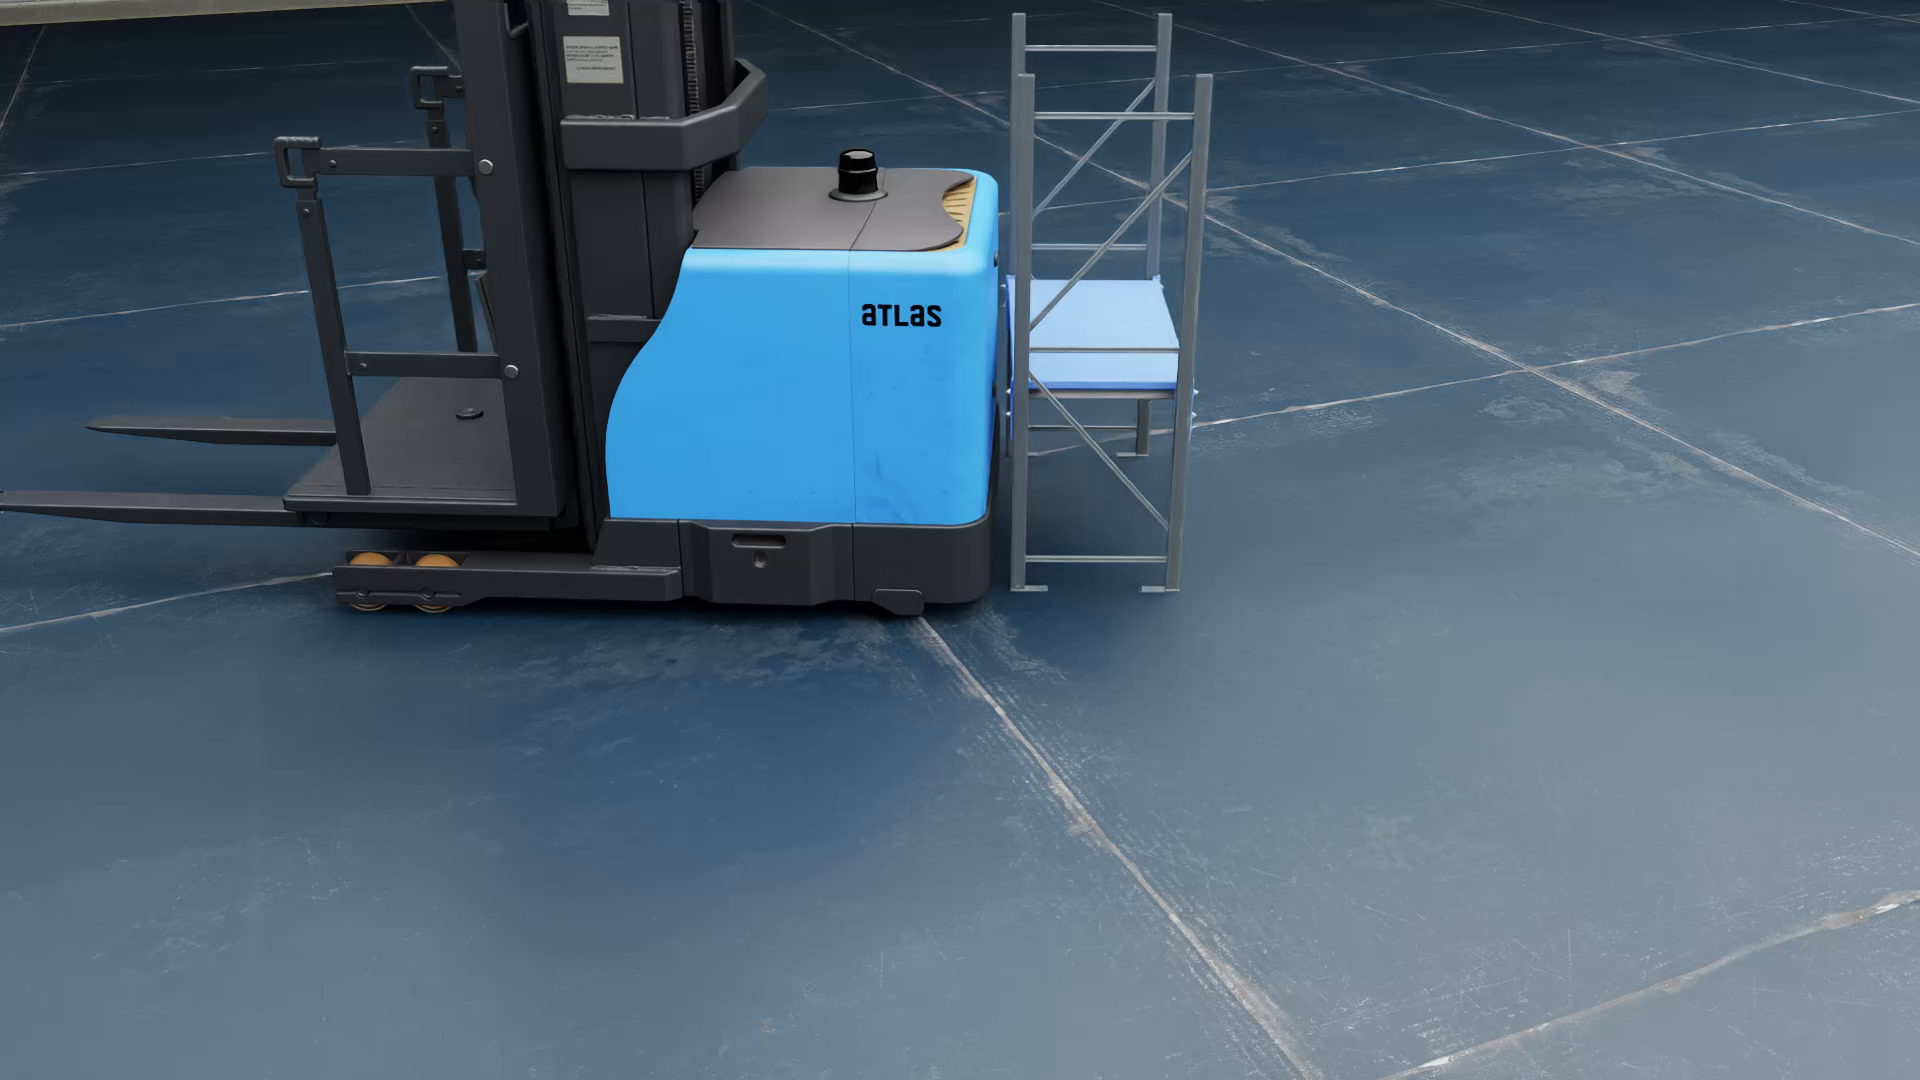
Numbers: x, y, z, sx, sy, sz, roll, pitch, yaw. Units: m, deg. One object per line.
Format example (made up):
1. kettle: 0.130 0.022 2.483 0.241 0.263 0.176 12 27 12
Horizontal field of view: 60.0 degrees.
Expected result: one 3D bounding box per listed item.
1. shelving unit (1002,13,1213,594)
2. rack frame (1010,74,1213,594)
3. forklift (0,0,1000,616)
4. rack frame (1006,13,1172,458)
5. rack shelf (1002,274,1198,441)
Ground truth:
1. shelving unit: 0.406 -0.747 5.069 0.538 1.500 1.048 0 26 1
2. rack frame: 0.400 -0.524 4.613 0.500 1.500 0.032 0 26 1
3. forklift: -1.405 -1.335 4.644 3.031 2.935 1.130 1 26 3
4. rack frame: 0.412 -0.970 5.526 0.500 1.500 0.032 0 26 1
5. rack shelf: 0.406 -0.585 5.148 0.538 0.185 1.000 0 26 1
